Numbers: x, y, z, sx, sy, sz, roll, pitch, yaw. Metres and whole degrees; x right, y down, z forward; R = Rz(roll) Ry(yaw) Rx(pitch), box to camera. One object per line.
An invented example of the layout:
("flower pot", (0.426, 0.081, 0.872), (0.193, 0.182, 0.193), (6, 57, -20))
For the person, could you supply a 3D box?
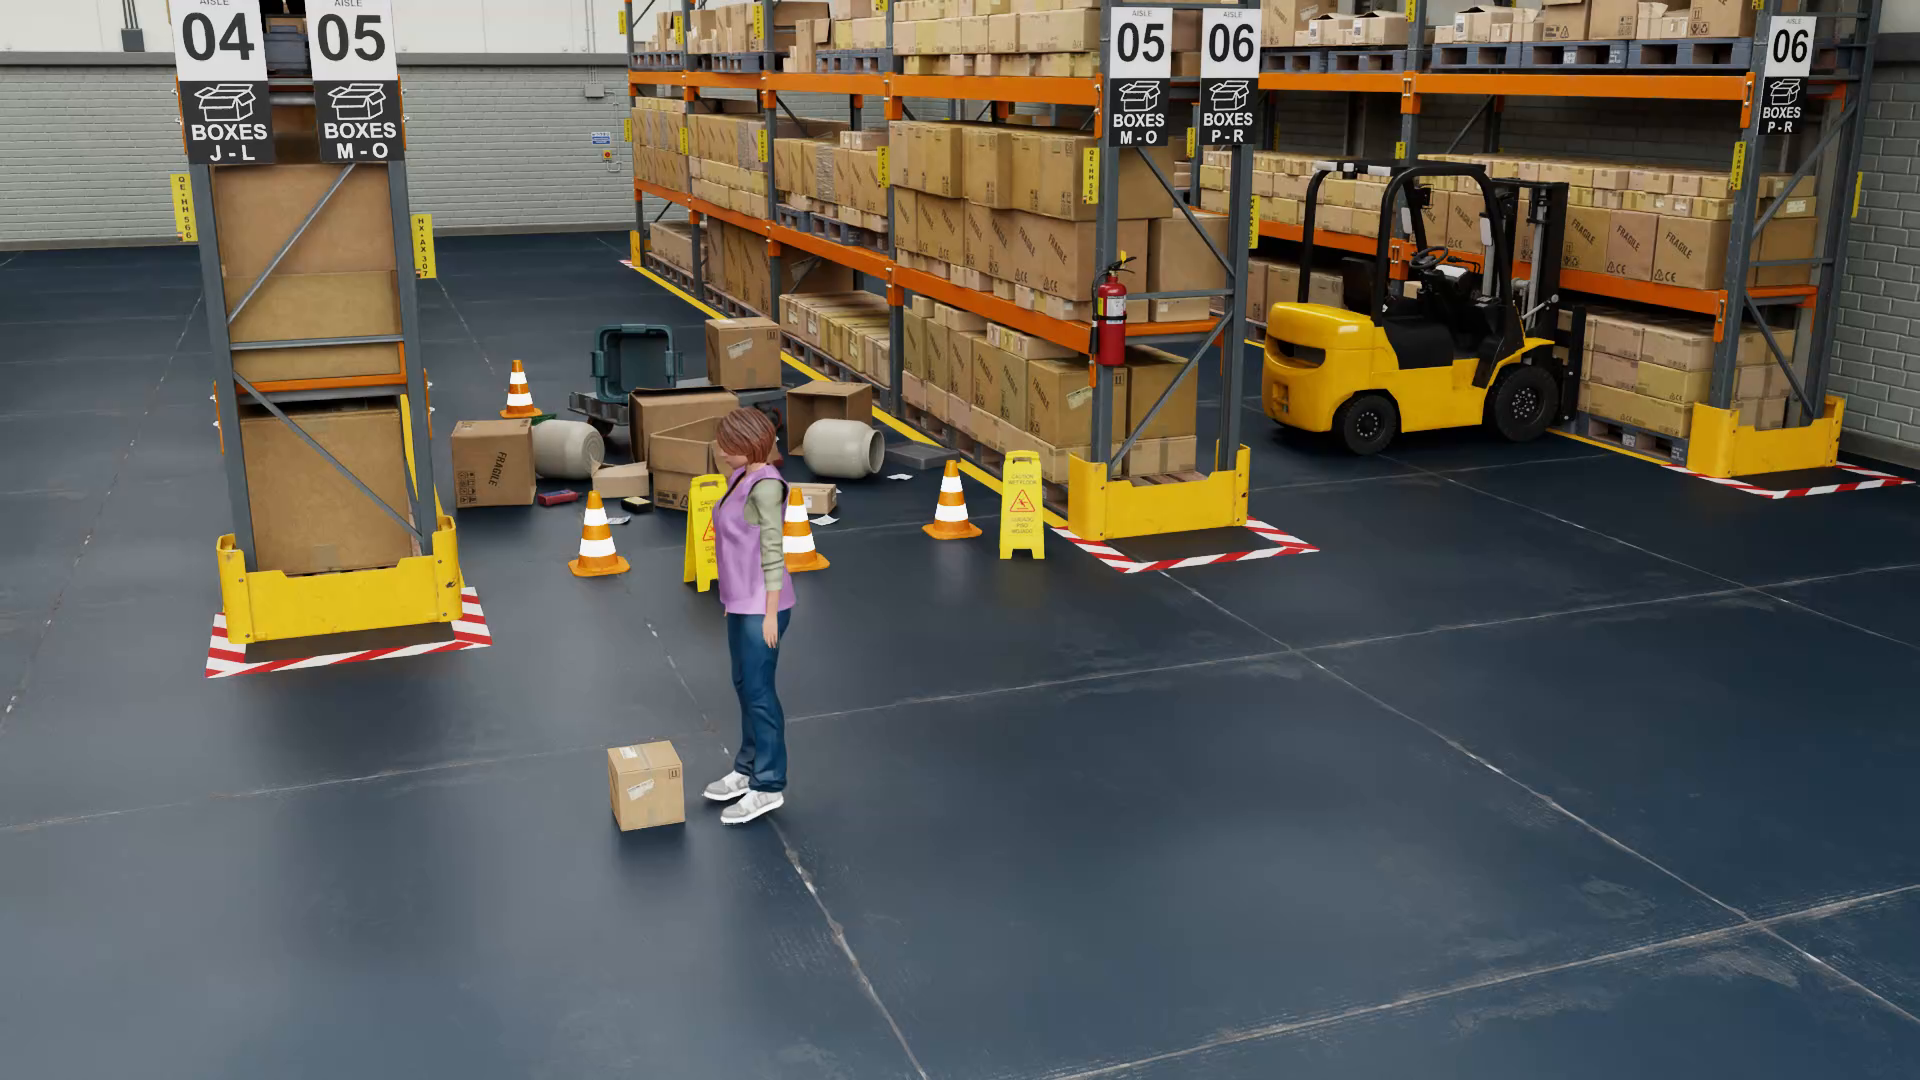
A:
("person", (-0.841, 0.285, 6.538), (0.384, 1.600, 0.440), (-5, 17, -18))
